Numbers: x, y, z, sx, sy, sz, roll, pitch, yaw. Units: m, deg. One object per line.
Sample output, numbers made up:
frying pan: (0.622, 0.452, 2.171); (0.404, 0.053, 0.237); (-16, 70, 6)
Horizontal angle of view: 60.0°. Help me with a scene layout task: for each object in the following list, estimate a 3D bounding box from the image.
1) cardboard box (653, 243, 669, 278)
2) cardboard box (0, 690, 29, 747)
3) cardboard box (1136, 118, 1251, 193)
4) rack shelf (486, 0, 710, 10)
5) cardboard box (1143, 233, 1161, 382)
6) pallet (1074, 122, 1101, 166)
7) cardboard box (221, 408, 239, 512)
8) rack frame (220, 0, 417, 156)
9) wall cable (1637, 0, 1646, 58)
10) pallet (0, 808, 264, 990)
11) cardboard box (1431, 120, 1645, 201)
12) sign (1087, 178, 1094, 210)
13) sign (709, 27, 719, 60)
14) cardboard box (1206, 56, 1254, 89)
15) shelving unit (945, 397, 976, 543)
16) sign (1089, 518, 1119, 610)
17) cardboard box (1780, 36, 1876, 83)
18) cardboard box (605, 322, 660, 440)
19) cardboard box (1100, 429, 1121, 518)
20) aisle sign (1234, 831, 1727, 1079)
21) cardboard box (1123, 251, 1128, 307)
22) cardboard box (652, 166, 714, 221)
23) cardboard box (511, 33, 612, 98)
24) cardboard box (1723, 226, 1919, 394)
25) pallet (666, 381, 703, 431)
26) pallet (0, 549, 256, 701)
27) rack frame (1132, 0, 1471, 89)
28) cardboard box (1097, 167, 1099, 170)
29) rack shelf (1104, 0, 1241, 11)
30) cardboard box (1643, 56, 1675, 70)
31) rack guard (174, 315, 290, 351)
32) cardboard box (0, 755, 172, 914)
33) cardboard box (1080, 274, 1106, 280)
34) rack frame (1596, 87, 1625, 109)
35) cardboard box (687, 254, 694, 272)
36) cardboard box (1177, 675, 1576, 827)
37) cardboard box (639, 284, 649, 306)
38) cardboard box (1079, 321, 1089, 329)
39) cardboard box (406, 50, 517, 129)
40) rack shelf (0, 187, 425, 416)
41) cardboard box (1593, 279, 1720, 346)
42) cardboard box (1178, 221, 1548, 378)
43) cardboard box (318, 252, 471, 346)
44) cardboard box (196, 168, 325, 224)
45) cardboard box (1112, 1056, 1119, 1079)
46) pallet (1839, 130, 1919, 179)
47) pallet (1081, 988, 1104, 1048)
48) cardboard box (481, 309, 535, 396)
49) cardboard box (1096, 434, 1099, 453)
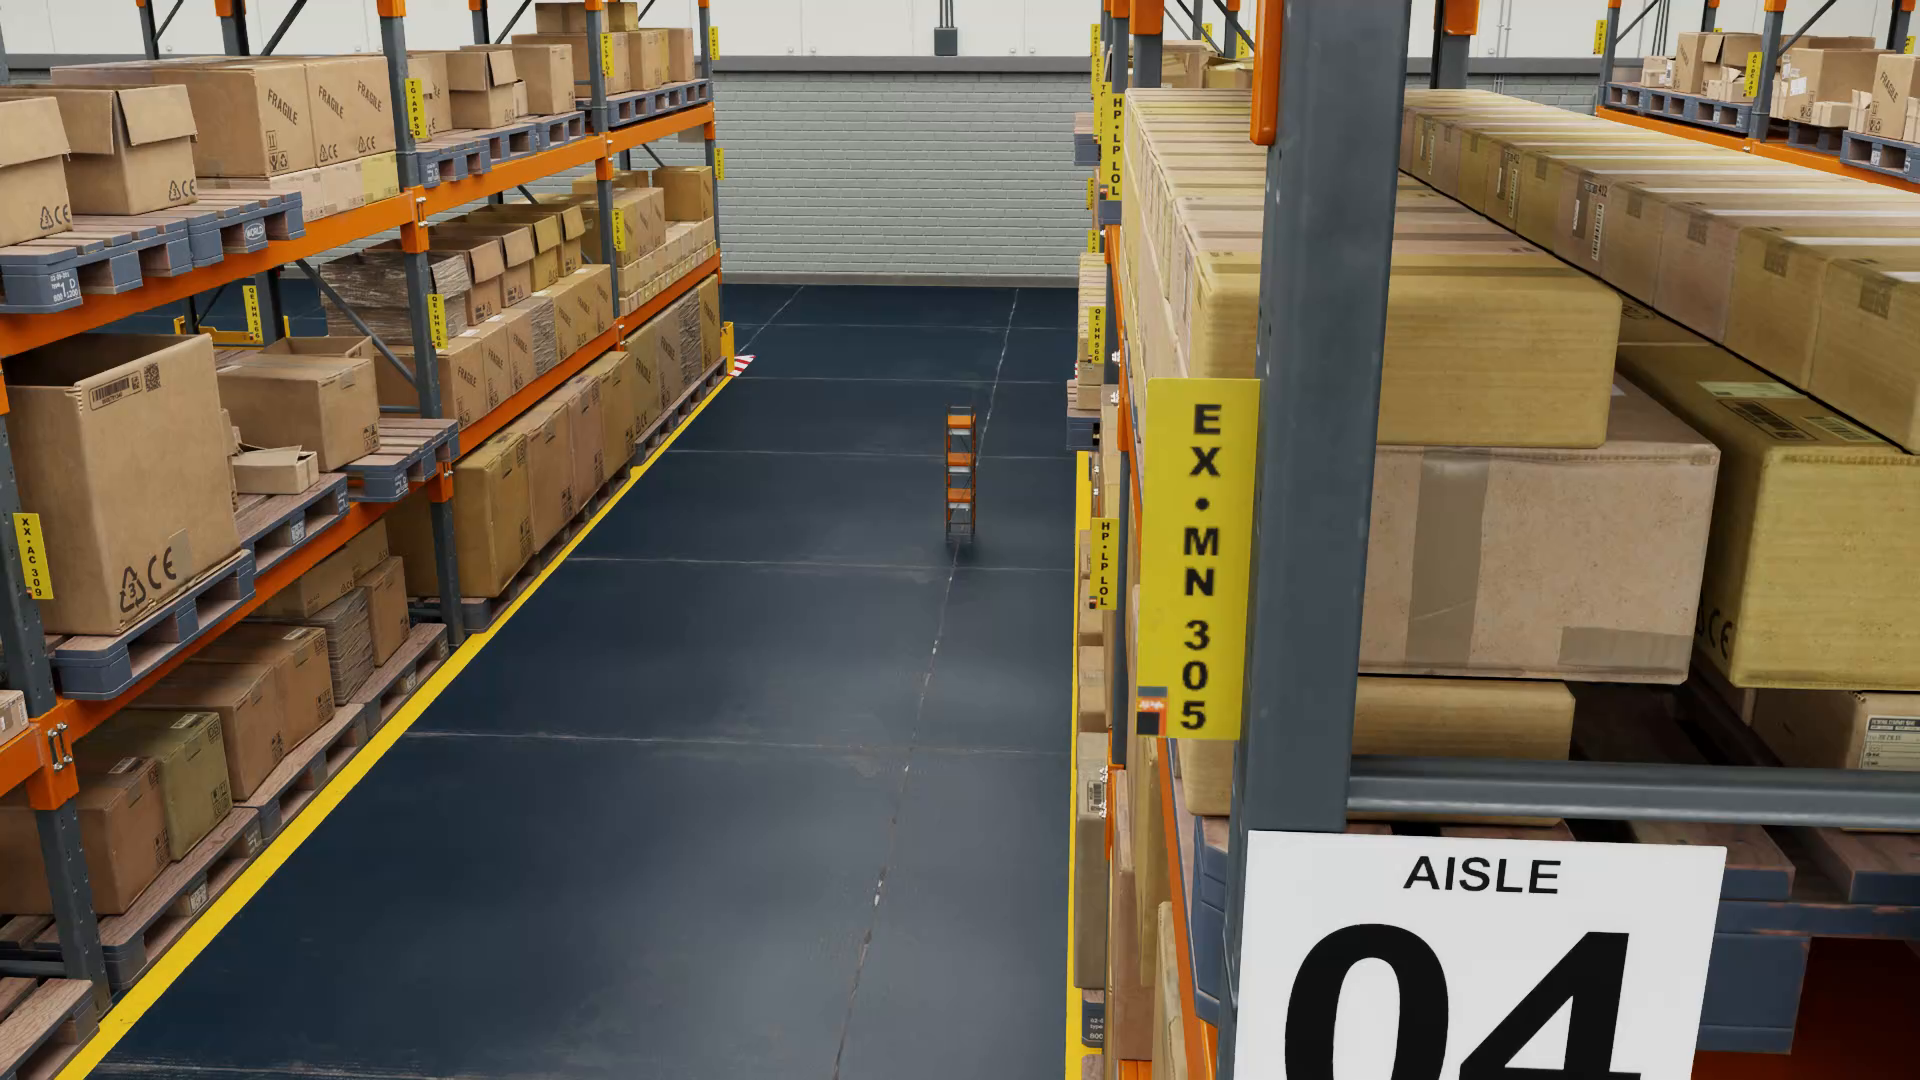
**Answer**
cardboard box: (-2.967, -2.548, 15.146); (0.500, 0.250, 0.500); (2, 18, 5)
cardboard box: (-3.630, 0.654, 6.012); (0.380, 0.149, 0.250); (1, 18, 4)
cardboard box: (0.578, -0.827, 3.602); (0.380, 0.149, 0.250); (1, 18, 4)
rack shelf: (-3.190, -4.963, 14.915); (1.077, 0.370, 4.000); (1, 18, 4)
cardboard box: (0.576, -0.366, 2.833); (0.500, 0.250, 0.500); (1, 18, 4)
pallet: (1.384, -2.705, 11.347); (1.213, 0.211, 1.003); (1, 18, 4)
cardboard box: (-3.875, -0.327, 7.765); (0.797, 0.503, 0.637); (3, 18, 10)
rack frame: (-3.621, -3.631, 9.054); (1.000, 3.000, 0.127); (1, 18, 4)
wall cable: (7.714, -7.650, 21.319); (2.355, 3.000, 0.029); (1, 18, 4)
pallet: (-3.853, 1.545, 7.369); (1.003, 0.211, 1.213); (1, 18, 4)
cardboard box: (1.233, -0.816, 3.565); (0.380, 0.149, 0.250); (1, 18, 3)
sign: (1.352, -3.547, 17.039); (0.100, 0.325, 0.005); (1, 18, 4)
sign: (-2.507, -5.057, 16.928); (0.100, 0.325, 0.005); (1, 18, 4)
cardboard box: (1.660, -2.755, 9.806); (0.396, 0.266, 0.258); (1, 18, 4)
shelving unit: (0.004, -0.516, 12.310); (0.215, 1.050, 0.252); (1, 18, 4)
sign: (0.491, 0.082, 5.623); (0.100, 0.325, 0.005); (1, 18, 4)
cardboard box: (6.802, -3.700, 13.084); (0.500, 0.500, 0.500); (2, 18, 5)
cardboard box: (-3.207, -1.416, 14.665); (0.875, 0.875, 0.875); (1, 18, 4)
cardboard box: (0.948, -0.238, 8.172); (0.500, 0.500, 0.500); (1, 18, 4)
aisle sign: (0.442, 0.626, 1.520); (0.394, 0.787, 0.004); (1, 18, 4)
cardboard box: (0.631, -0.686, 4.450); (0.380, 0.149, 0.250); (1, 18, 4)
cardboard box: (-2.820, -3.535, 16.951); (0.500, 0.500, 0.500); (2, 18, 5)
cardboard box: (-3.338, -3.987, 13.962); (0.700, 0.500, 0.500); (0, 18, 1)
cardboard box: (1.106, -0.260, 1.871); (0.380, 0.149, 0.250); (1, 18, 4)
pallet: (-3.117, -1.312, 16.089); (1.003, 0.211, 1.213); (1, 18, 4)
pallet: (-3.707, 0.319, 6.941); (1.003, 0.211, 1.213); (1, 18, 4)
rack frame: (1.033, -2.247, 4.829); (1.000, 3.000, 0.127); (1, 18, 4)
cardboard box: (1.453, -3.016, 14.567); (0.500, 0.500, 0.500); (2, 18, 5)
rack shelf: (1.463, -3.579, 10.690); (1.077, 0.370, 4.000); (1, 18, 4)
cardboard box: (6.895, -4.504, 15.938); (0.500, 0.250, 0.500); (0, 18, -1)
rack guard: (-7.999, -2.196, 18.321); (1.175, 0.500, 0.348); (1, 18, 4)
cardboard box: (-3.842, 1.250, 7.098); (0.700, 0.500, 0.500); (0, 18, 0)
cardboard box: (1.046, -1.808, 11.898); (0.380, 0.149, 0.250); (1, 18, 3)
rack frame: (6.837, -3.044, 16.896); (1.000, 3.000, 0.127); (1, 18, 4)
cardboard box: (-2.816, -2.711, 16.282); (0.380, 0.149, 0.250); (1, 18, 3)
cardboard box: (0.432, 0.182, 1.801); (0.380, 0.149, 0.250); (1, 18, 4)
cardboard box: (-2.944, -2.151, 14.575); (0.380, 0.149, 0.250); (2, 18, 6)
cardboard box: (0.917, -1.242, 10.169); (0.380, 0.149, 0.250); (1, 18, 3)
cardboard box: (-3.495, -3.090, 11.377); (0.797, 0.503, 0.637); (1, 18, 3)
rack shelf: (-3.764, -1.243, 7.737); (1.077, 0.370, 4.000); (1, 18, 4)
cardboard box: (1.072, -0.198, 2.322); (0.500, 0.250, 0.500); (1, 18, 3)
cardboard box: (0.451, -0.276, 1.918); (0.380, 0.149, 0.250); (1, 18, 4)
cardboard box: (-3.552, -1.532, 10.508); (0.797, 0.503, 0.637); (2, 18, 6)
cardboard box: (-3.471, -1.671, 8.130); (0.500, 0.250, 0.500); (2, 18, 5)
cardboard box: (0.857, 1.888, 4.583); (0.875, 0.875, 0.875); (1, 18, 4)
pallet: (6.334, -2.444, 10.549); (1.003, 0.211, 1.213); (2, 18, 6)
pallet: (1.013, 1.688, 6.934); (1.003, 0.211, 1.213); (1, 18, 4)
cardboard box: (-3.246, -1.292, 11.390); (0.500, 0.500, 0.500); (1, 18, 3)
cardboard box: (1.184, -0.539, 11.388); (0.500, 0.250, 0.500); (2, 18, 5)
